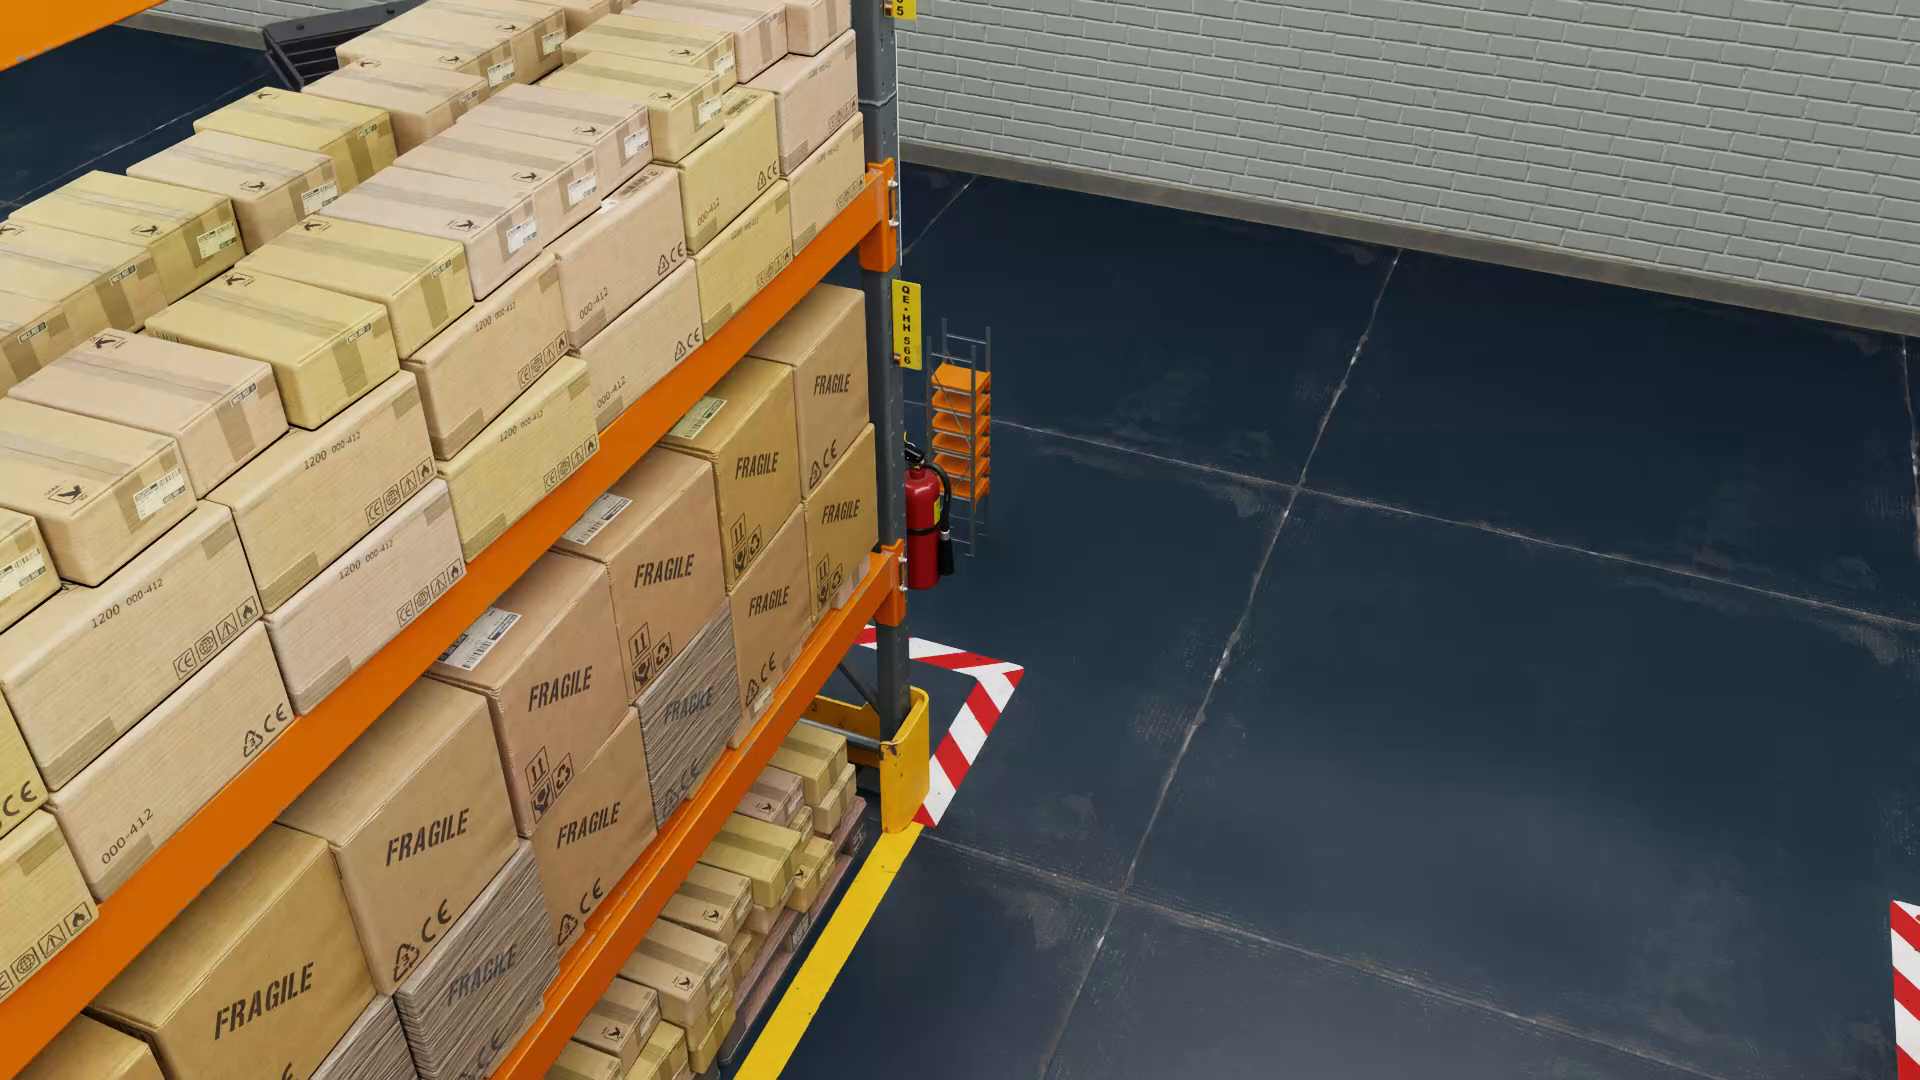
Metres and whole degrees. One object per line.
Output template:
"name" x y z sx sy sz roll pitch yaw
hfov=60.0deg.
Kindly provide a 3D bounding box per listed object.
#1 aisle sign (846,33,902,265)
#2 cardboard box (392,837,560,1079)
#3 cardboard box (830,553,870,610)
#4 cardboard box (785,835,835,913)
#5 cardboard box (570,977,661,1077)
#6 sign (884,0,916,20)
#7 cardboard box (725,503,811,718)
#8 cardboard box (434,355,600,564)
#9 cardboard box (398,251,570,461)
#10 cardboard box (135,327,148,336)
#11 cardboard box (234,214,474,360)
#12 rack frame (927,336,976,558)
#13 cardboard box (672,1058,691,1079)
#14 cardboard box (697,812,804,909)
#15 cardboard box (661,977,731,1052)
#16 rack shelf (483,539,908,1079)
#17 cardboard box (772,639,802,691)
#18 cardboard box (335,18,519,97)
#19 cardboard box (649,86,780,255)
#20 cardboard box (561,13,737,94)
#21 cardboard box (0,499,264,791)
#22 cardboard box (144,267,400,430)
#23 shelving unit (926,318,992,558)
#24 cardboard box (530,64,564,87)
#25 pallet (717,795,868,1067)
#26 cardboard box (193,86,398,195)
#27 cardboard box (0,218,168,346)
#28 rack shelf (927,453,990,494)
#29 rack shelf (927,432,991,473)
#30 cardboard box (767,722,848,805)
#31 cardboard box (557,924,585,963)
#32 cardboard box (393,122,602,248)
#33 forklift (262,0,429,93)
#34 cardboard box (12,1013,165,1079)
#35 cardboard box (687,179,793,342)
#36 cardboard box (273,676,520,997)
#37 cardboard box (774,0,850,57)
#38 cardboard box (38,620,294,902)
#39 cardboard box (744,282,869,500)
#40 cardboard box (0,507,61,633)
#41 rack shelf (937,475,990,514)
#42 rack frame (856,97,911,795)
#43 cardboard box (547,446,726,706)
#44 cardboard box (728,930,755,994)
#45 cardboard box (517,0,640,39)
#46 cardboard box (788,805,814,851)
"aisle sign" -0.378 -1.280 5.387 0.394 0.787 0.004 14 39 18
"cardboard box" -1.377 1.026 4.142 0.500 0.500 0.500 13 39 17
"cardboard box" -0.546 0.079 5.950 0.380 0.149 0.250 14 39 18
"cardboard box" -0.695 1.212 6.256 0.380 0.149 0.250 15 39 19
"cardboard box" -1.191 1.529 5.334 0.380 0.149 0.250 13 39 16
"sign" -0.178 -1.685 4.856 0.100 0.325 0.005 14 39 18
"cardboard box" -0.817 0.166 5.292 0.500 0.500 0.500 13 39 17
"cardboard box" -1.184 -0.241 3.789 0.500 0.250 0.500 16 40 20
"cardboard box" -1.217 -0.452 3.653 0.500 0.250 0.500 12 38 16
"cardboard box" -1.862 -0.282 3.426 0.500 0.250 0.500 15 39 20
"cardboard box" -1.239 -0.524 3.416 0.380 0.149 0.250 13 39 16
"rack frame" -0.040 -0.422 7.914 0.240 1.200 0.006 14 39 18
"cardboard box" -1.119 1.780 5.495 0.380 0.149 0.250 15 39 19
"cardboard box" -0.780 1.118 5.884 0.380 0.149 0.250 13 39 17
"cardboard box" -1.001 1.523 5.590 0.380 0.149 0.250 14 39 18
"rack shelf" -1.444 1.129 4.937 1.077 0.370 4.000 14 39 18
"cardboard box" -0.757 0.350 5.587 0.380 0.149 0.250 13 39 17
"cardboard box" -1.395 -1.235 4.368 0.380 0.149 0.250 14 39 18
"cardboard box" -0.817 -1.012 4.402 0.500 0.250 0.500 13 39 17
"cardboard box" -0.819 -1.260 4.401 0.380 0.149 0.250 13 39 16
"cardboard box" -1.606 0.120 2.888 0.500 0.250 0.500 14 39 18
"cardboard box" -1.326 -0.376 3.218 0.380 0.149 0.250 16 40 20
"shelving unit" -0.005 -0.473 7.982 0.258 1.200 0.189 14 39 18
"cardboard box" -1.288 -1.135 4.567 0.500 0.250 0.500 13 39 17
"pallet" -1.054 1.334 6.390 1.003 0.211 1.213 14 39 18
"cardboard box" -1.583 -0.944 3.978 0.380 0.149 0.250 15 39 19
"cardboard box" -1.871 -0.511 3.398 0.380 0.149 0.250 14 39 17
"rack shelf" -0.005 -0.341 8.080 0.258 0.103 0.180 14 39 18
"rack shelf" -0.005 -0.437 8.008 0.258 0.103 0.180 14 39 18
"cardboard box" -0.650 0.820 6.283 0.380 0.149 0.250 14 39 18
"cardboard box" -1.280 1.067 4.628 0.380 0.149 0.250 15 39 19
"cardboard box" -1.055 -0.815 3.806 0.380 0.149 0.250 15 39 19
"forklift" -2.337 -1.246 7.571 3.031 2.935 1.130 -20 41 -24
"cardboard box" -1.808 1.194 3.081 0.500 0.500 0.500 15 39 19
"cardboard box" -0.799 -0.812 4.552 0.500 0.250 0.500 14 39 18
"cardboard box" -1.405 0.632 3.834 0.500 0.500 0.500 14 39 18
"cardboard box" -0.538 -1.517 4.745 0.380 0.149 0.250 14 39 17
"cardboard box" -1.603 0.331 3.023 0.500 0.250 0.500 13 39 17
"cardboard box" -0.627 -0.516 5.369 0.500 0.500 0.500 13 39 17
"cardboard box" -1.693 0.046 2.654 0.380 0.149 0.250 13 39 17
"rack shelf" -0.005 -0.245 8.152 0.258 0.103 0.180 14 39 18
"rack frame" -0.683 -0.266 6.203 1.000 3.000 0.127 14 39 18
"cardboard box" -1.010 0.054 4.606 0.500 0.500 0.500 16 40 20
"cardboard box" -0.957 1.478 5.899 0.380 0.149 0.250 14 39 18
"cardboard box" -1.131 -1.503 4.727 0.380 0.149 0.250 15 39 20
"cardboard box" -0.770 1.078 6.186 0.380 0.149 0.250 13 39 17
